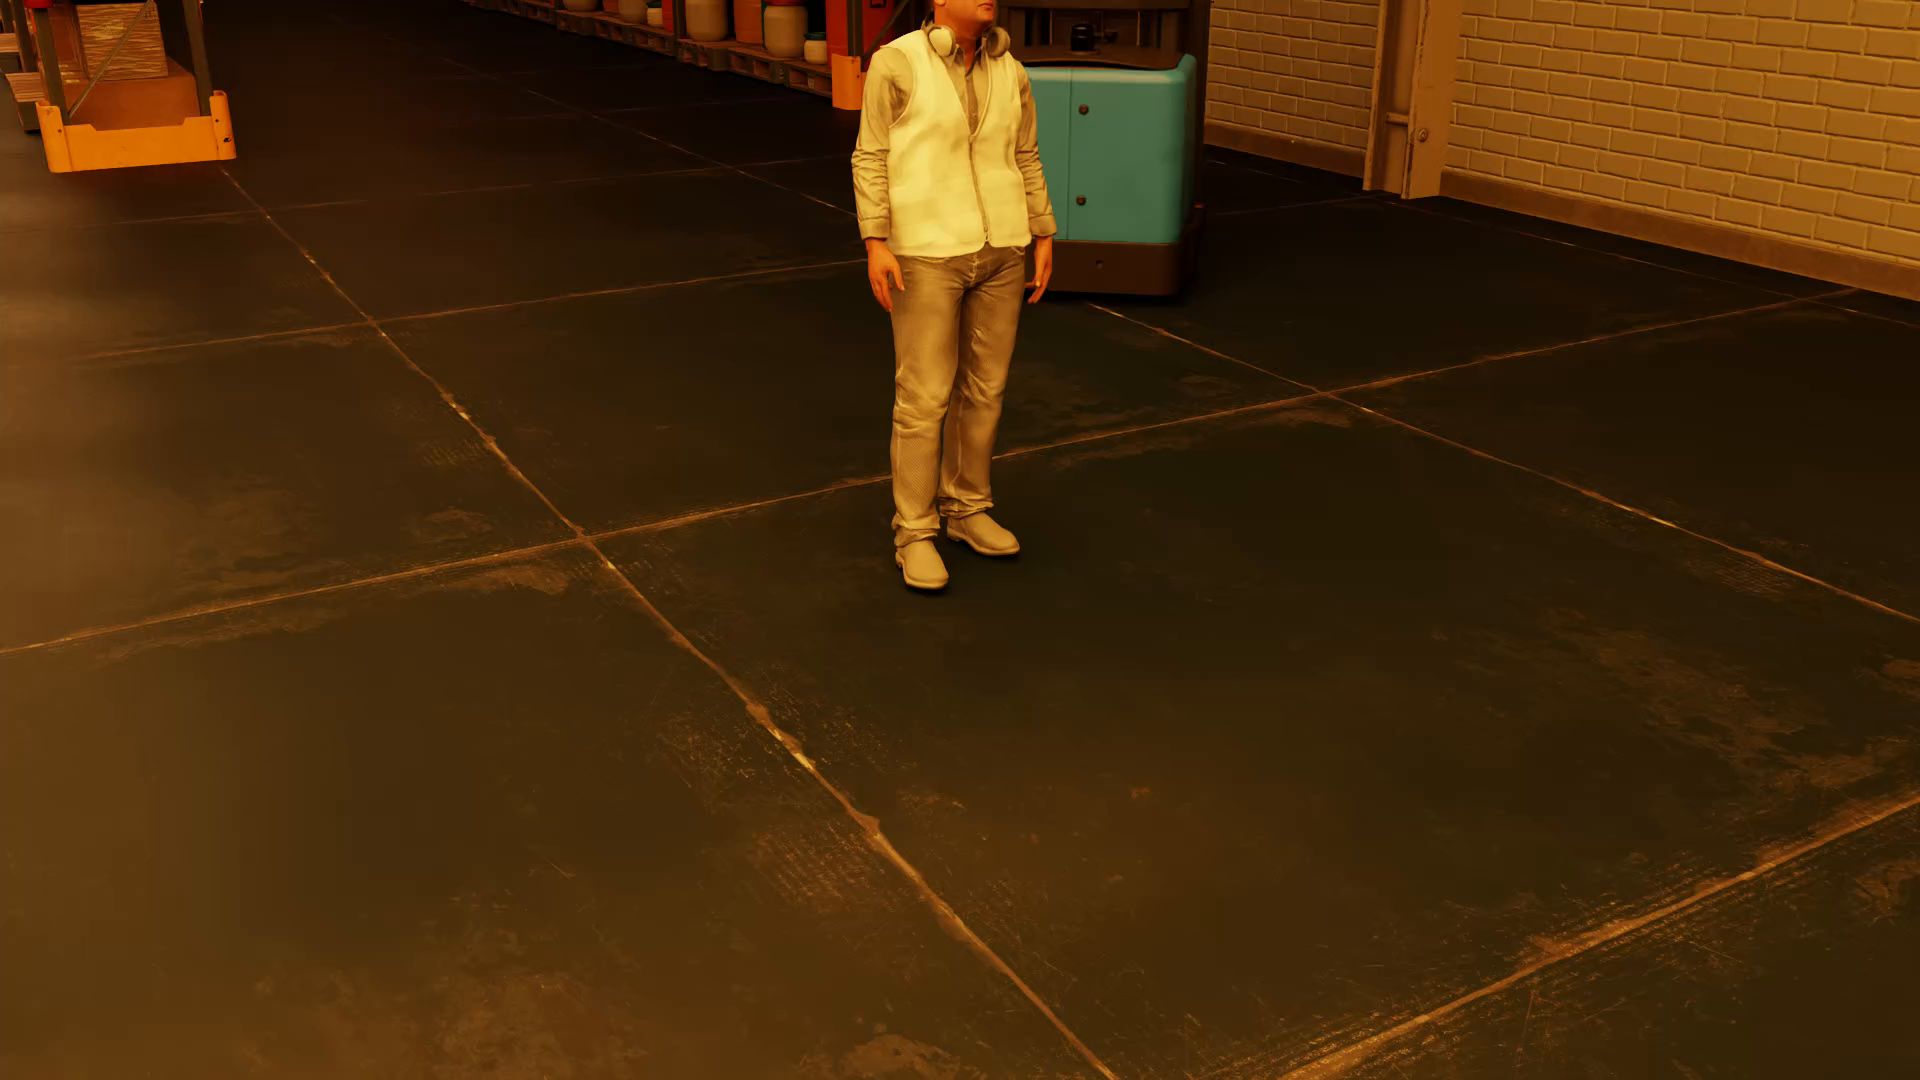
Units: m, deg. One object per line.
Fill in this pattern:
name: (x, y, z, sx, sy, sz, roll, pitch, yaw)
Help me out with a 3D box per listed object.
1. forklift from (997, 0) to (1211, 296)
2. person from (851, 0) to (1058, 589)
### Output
forklift: (0.776, -3.014, 8.619, 1.130, 2.935, 3.031, 4, 23, 10)
person: (0.025, -0.806, 4.741, 0.634, 1.775, 0.566, -12, 25, -28)
